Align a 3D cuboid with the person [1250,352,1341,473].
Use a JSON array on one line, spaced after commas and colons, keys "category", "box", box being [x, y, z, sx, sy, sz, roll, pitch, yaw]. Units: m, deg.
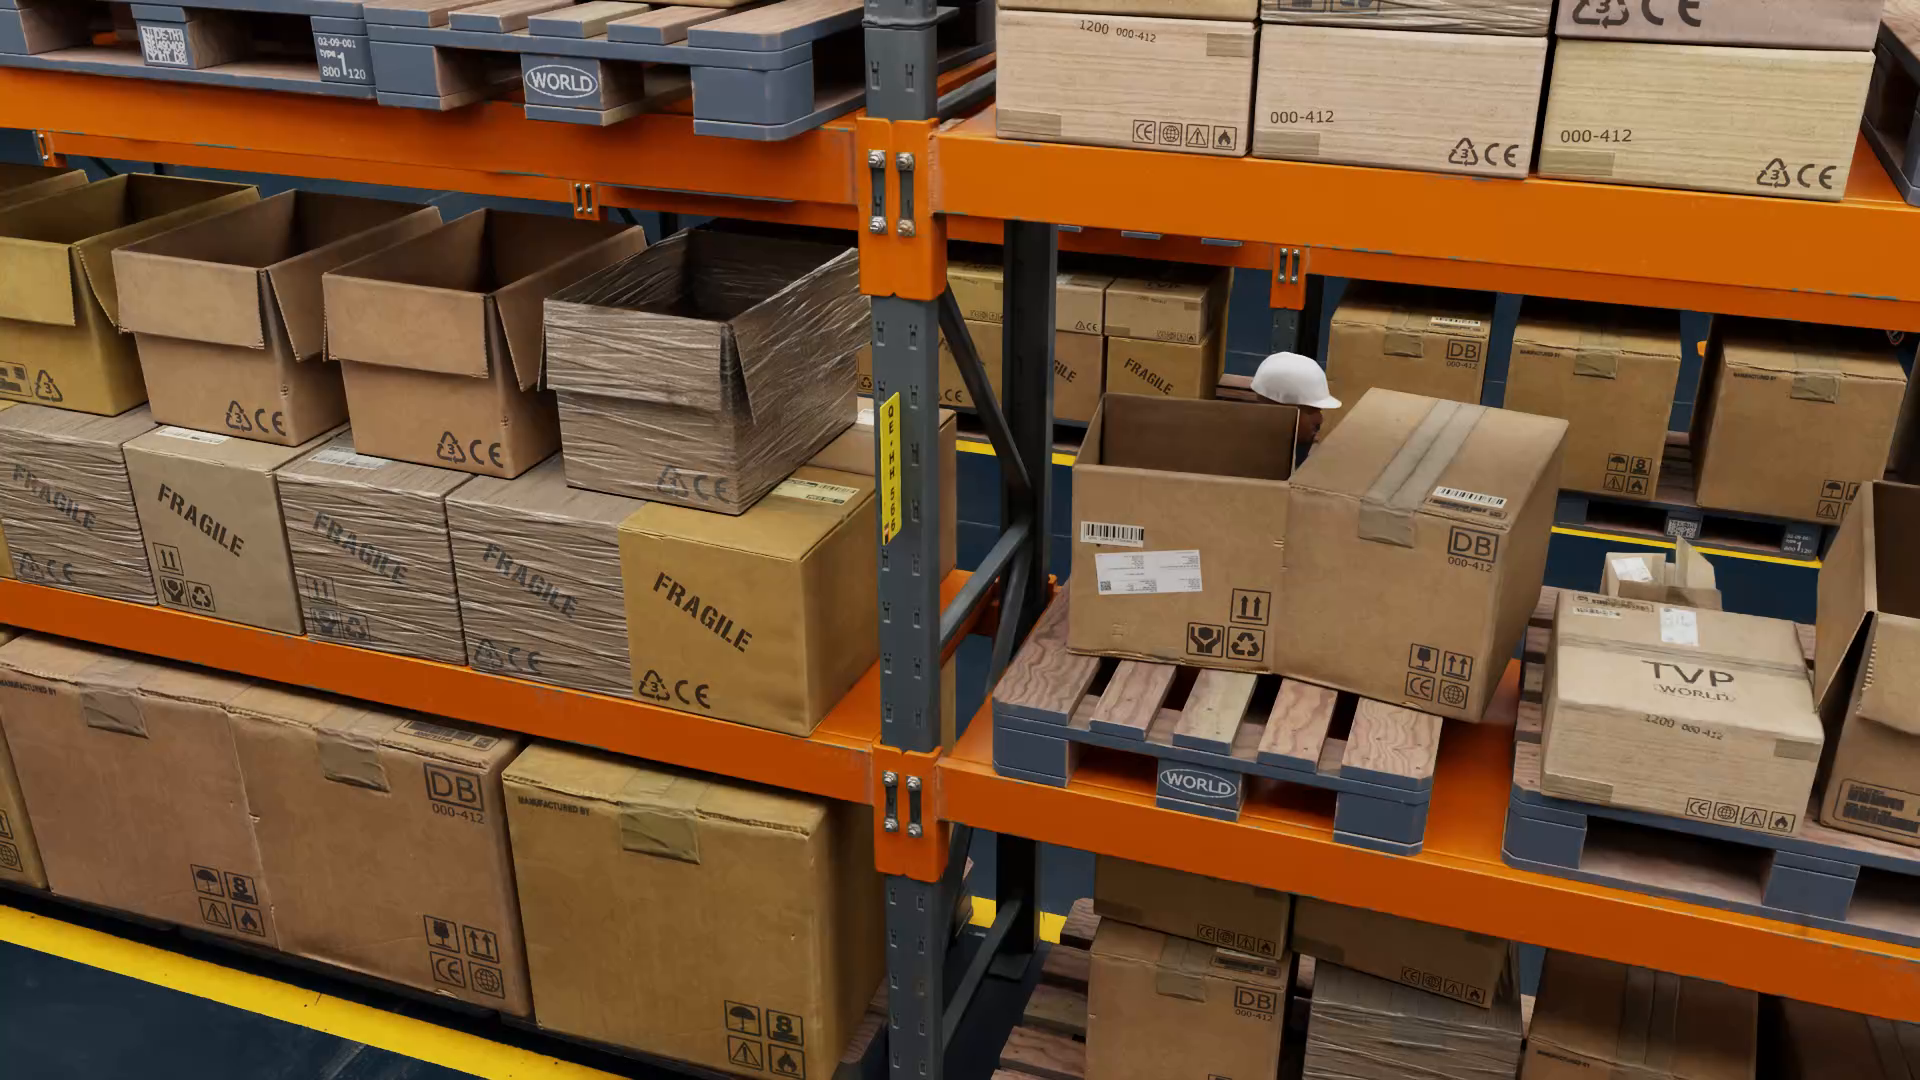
[{"category": "person", "box": [0.990, 0.202, 5.667, 0.459, 1.760, 0.625, 10, 27, 20]}]
